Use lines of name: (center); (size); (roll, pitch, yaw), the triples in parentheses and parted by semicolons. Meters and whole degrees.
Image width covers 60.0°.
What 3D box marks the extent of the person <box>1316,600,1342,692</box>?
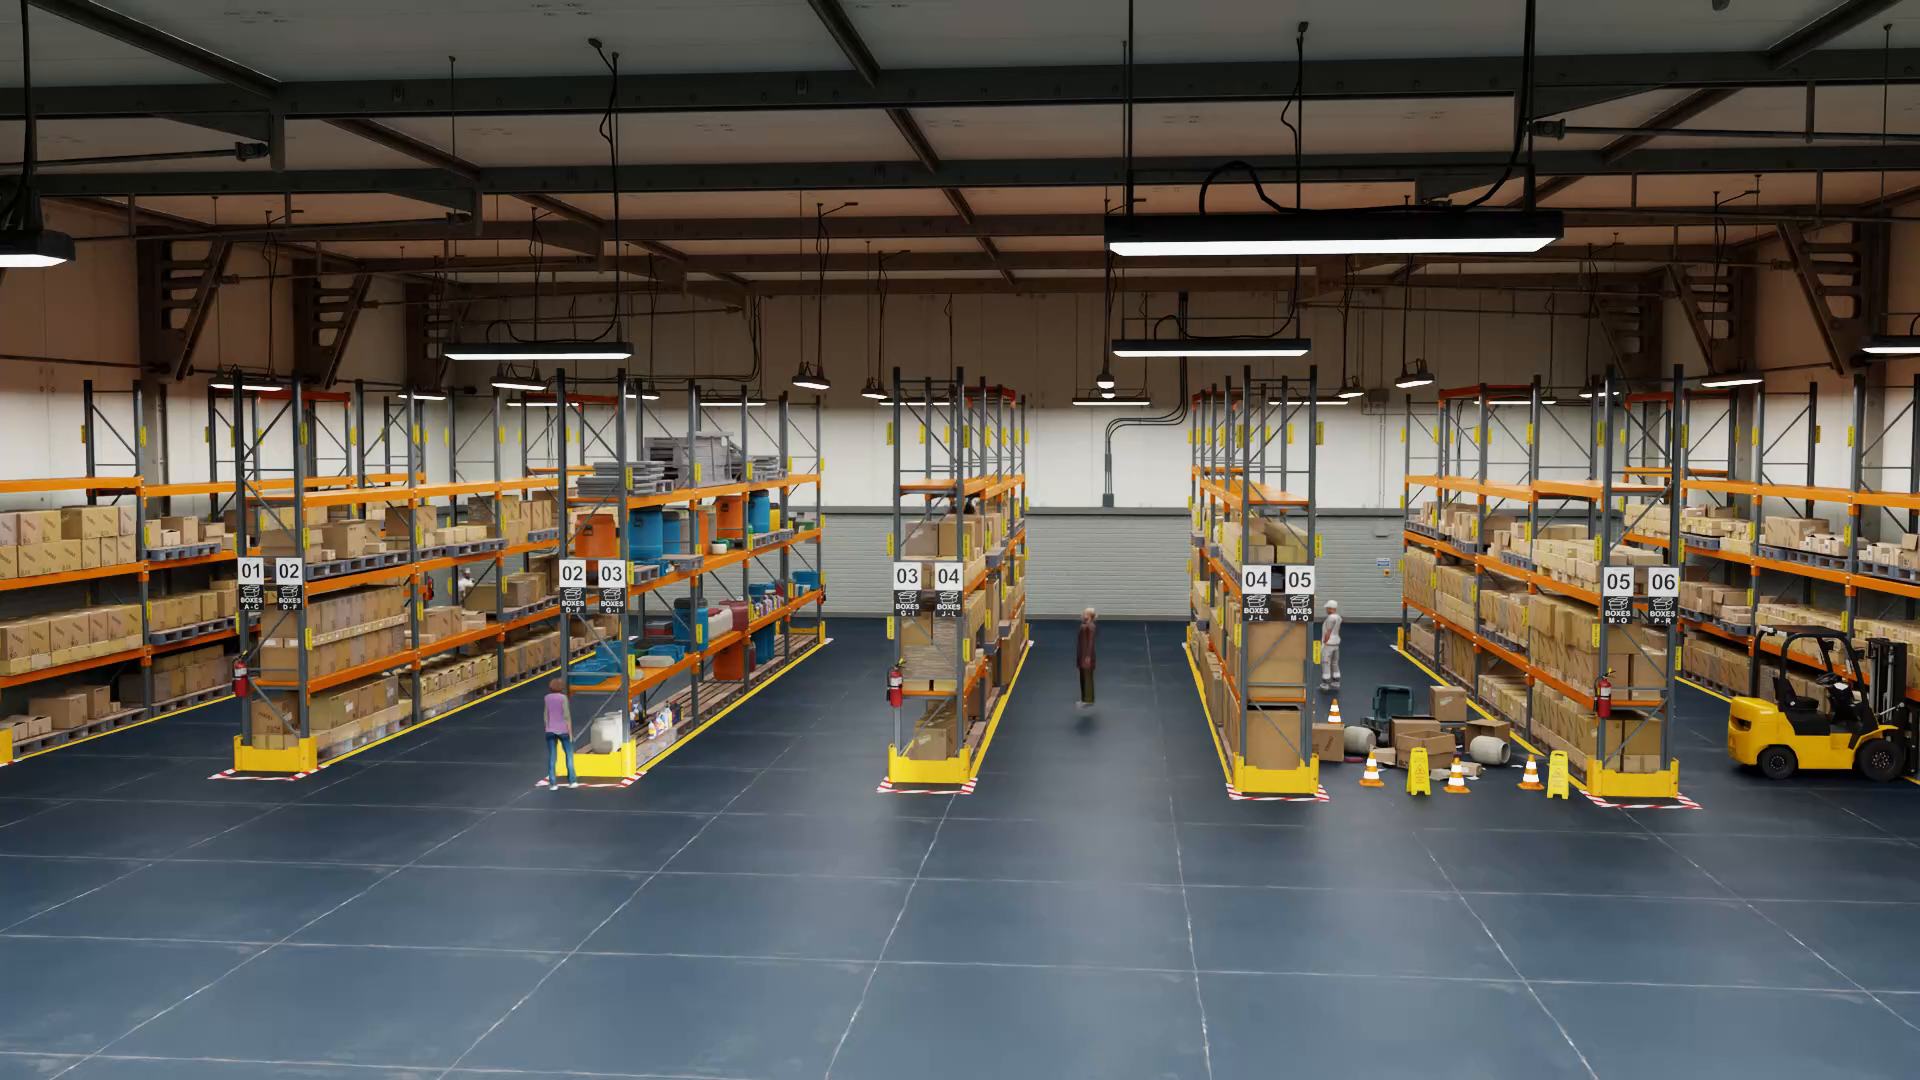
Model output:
person: (7.250, 2.085, 32.704); (0.425, 1.795, 0.637); (3, 5, 43)

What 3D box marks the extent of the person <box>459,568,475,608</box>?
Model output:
person: (-12.357, 1.536, 42.030); (0.445, 1.662, 0.533); (3, 5, 39)

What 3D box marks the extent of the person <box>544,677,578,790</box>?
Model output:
person: (-5.661, 2.738, 23.575); (0.441, 1.613, 0.473); (1, 4, 9)

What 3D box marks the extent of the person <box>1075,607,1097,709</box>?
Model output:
person: (2.223, 2.102, 29.878); (0.482, 1.781, 0.596); (-1, 4, -14)
